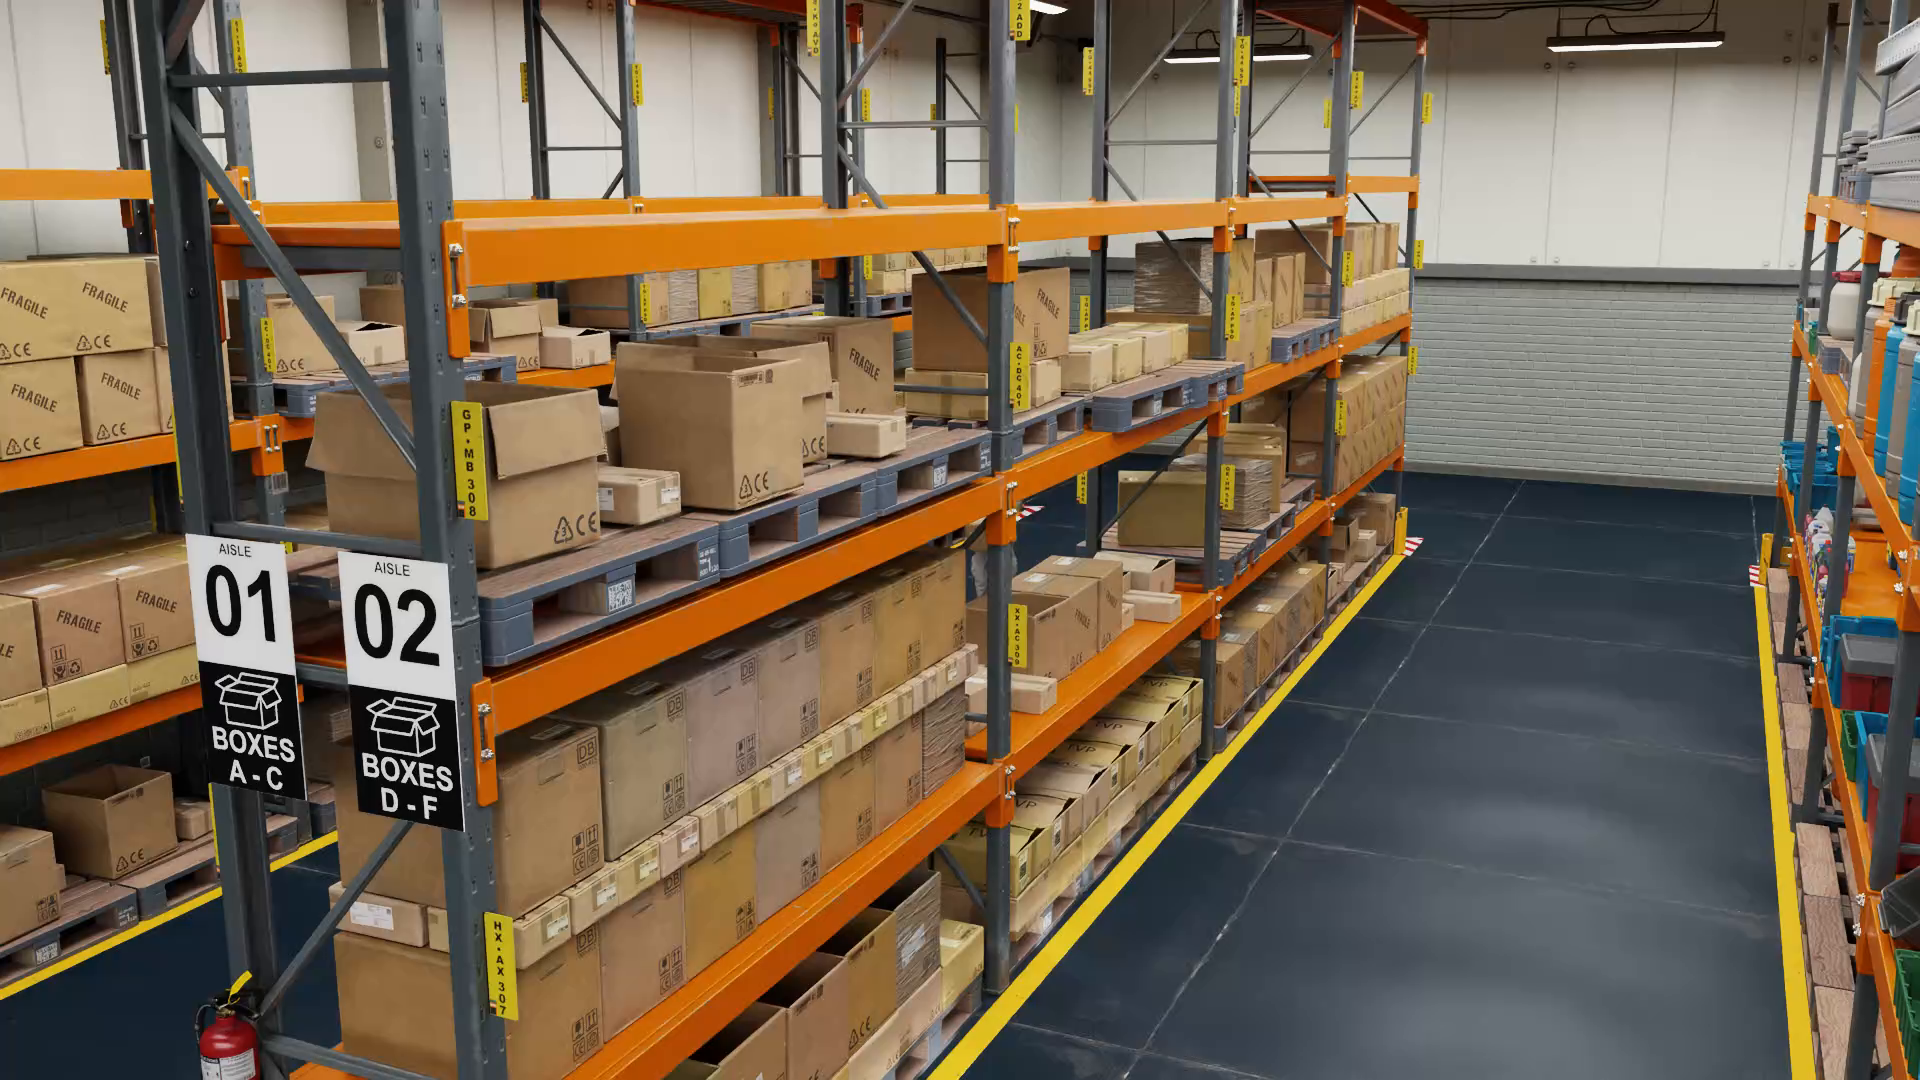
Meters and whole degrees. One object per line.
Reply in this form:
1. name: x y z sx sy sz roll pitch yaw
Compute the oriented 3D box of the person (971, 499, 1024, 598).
1. person: 0.312 0.060 15.621 0.504 1.790 0.559 4 13 19
